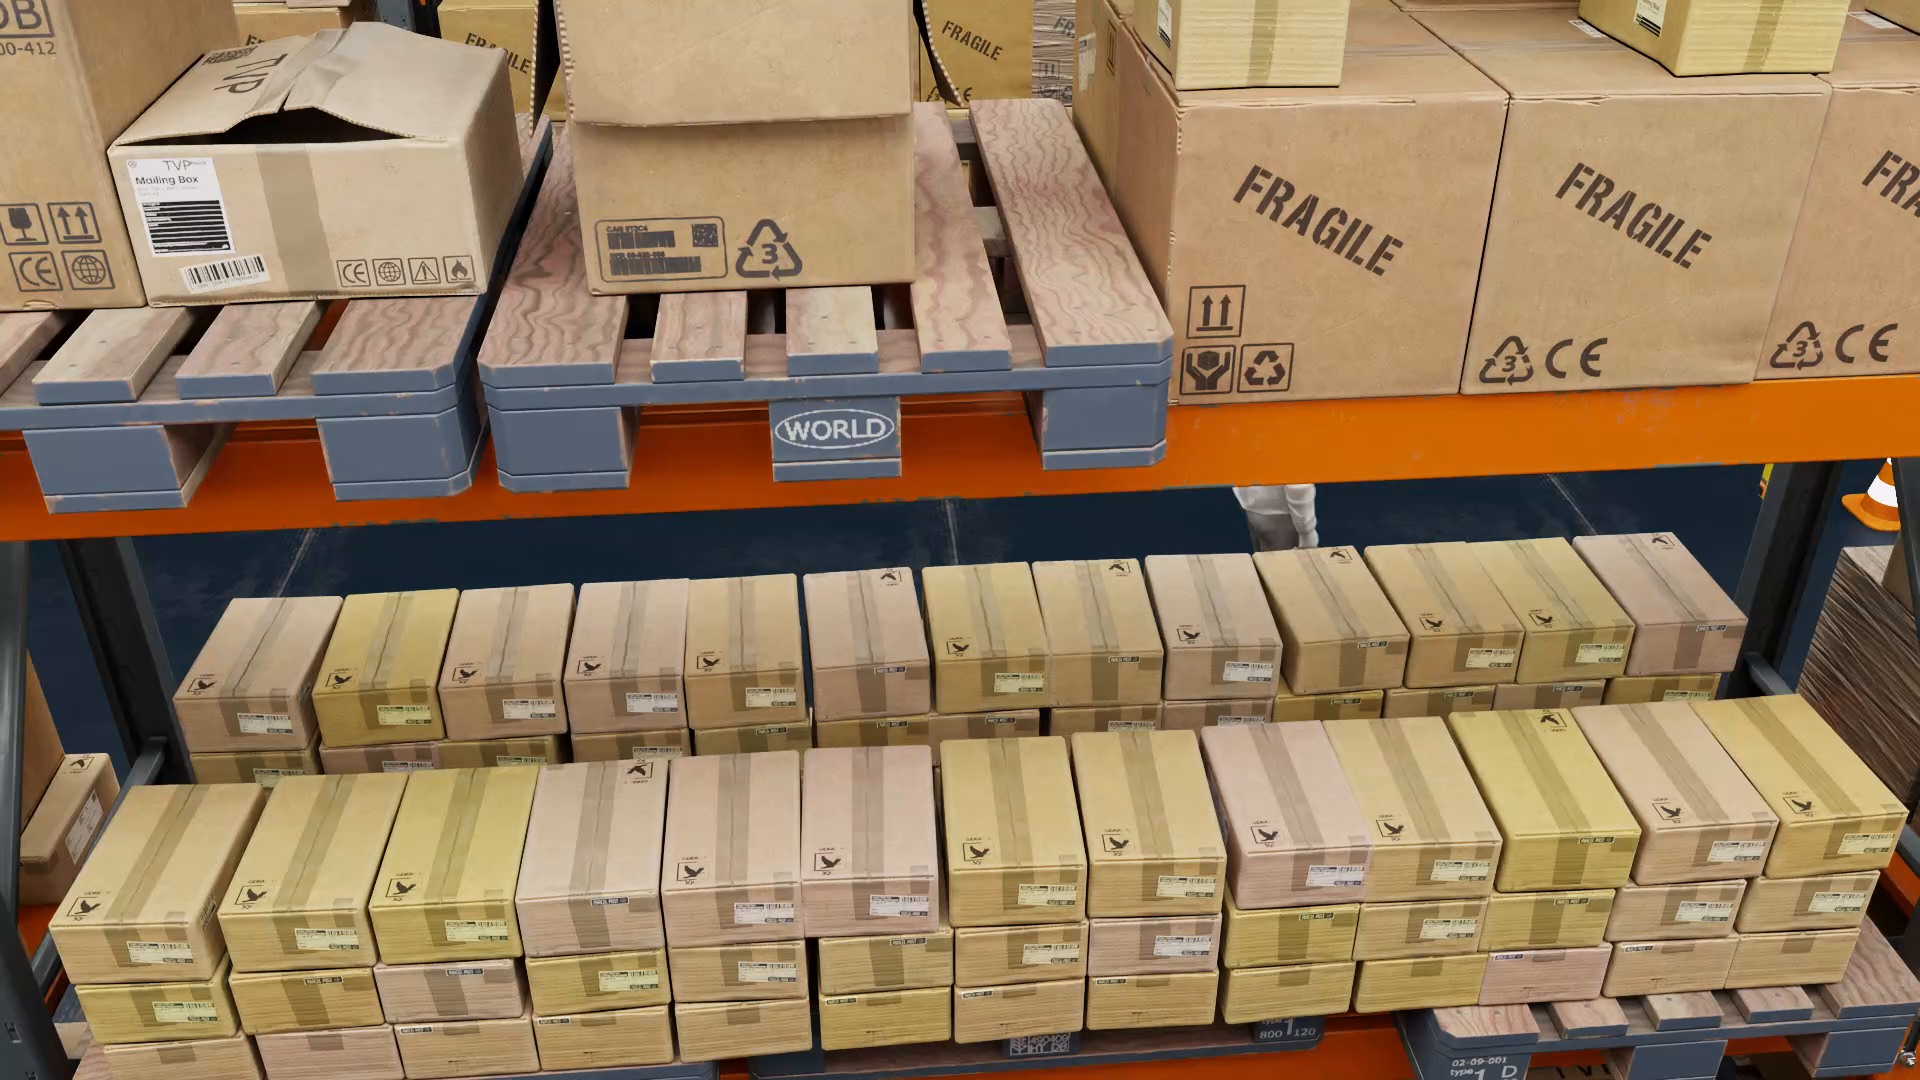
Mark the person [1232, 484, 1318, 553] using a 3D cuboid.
[{"bbox_3d":[1.241,-0.145,6.369,0.378,1.663,0.533,-3,31,-5],"label":"person"}]
